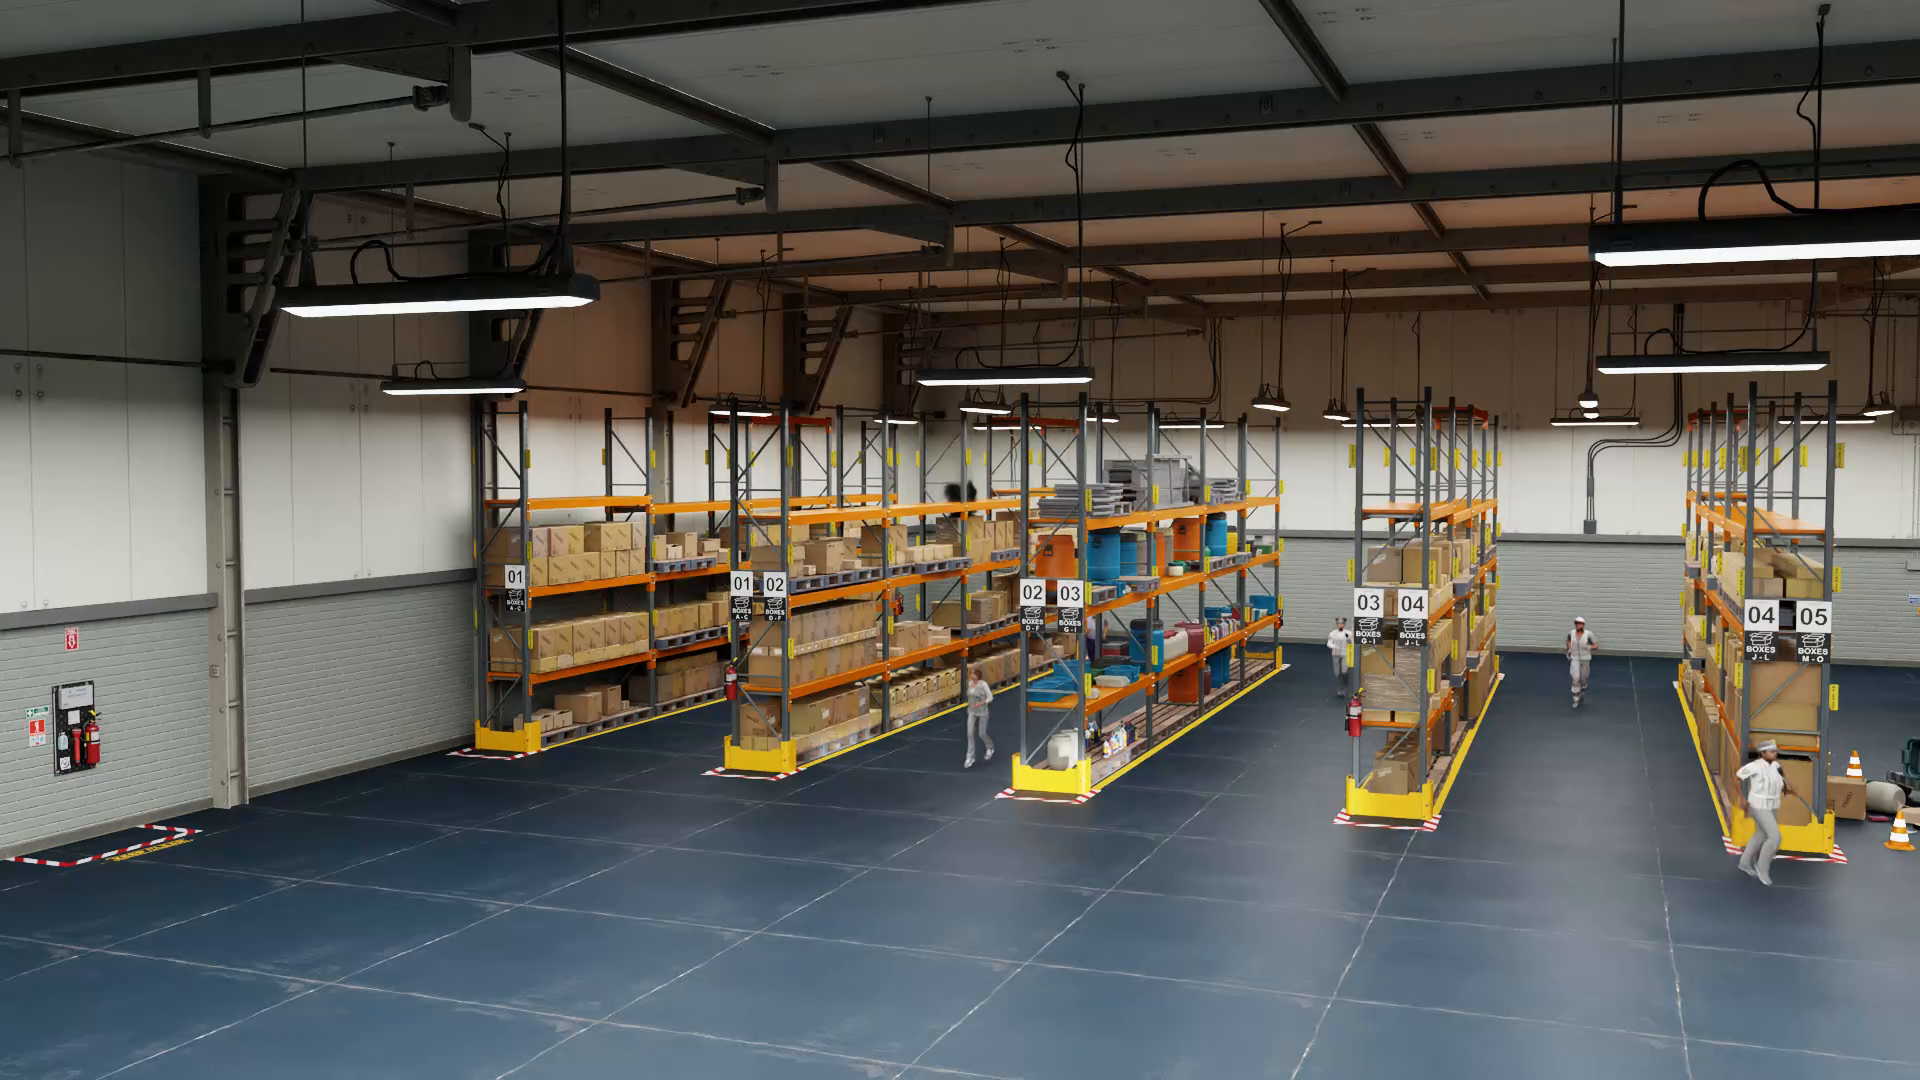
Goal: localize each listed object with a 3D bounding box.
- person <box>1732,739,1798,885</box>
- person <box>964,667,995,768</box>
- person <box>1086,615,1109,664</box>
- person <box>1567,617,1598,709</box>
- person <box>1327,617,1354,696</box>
[{"bbox_3d":[9.534,3.205,19.654,0.555,1.739,0.760,-2,3,-31],"label":"person"},{"bbox_3d":[0.342,2.878,27.230,0.524,1.628,0.750,2,3,33],"label":"person"},{"bbox_3d":[2.818,2.245,35.022,0.575,1.742,0.844,1,3,15],"label":"person"},{"bbox_3d":[12.590,2.464,33.673,0.629,1.817,0.912,1,3,25],"label":"person"},{"bbox_3d":[8.036,2.450,35.036,0.583,1.662,0.651,1,3,20],"label":"person"}]
